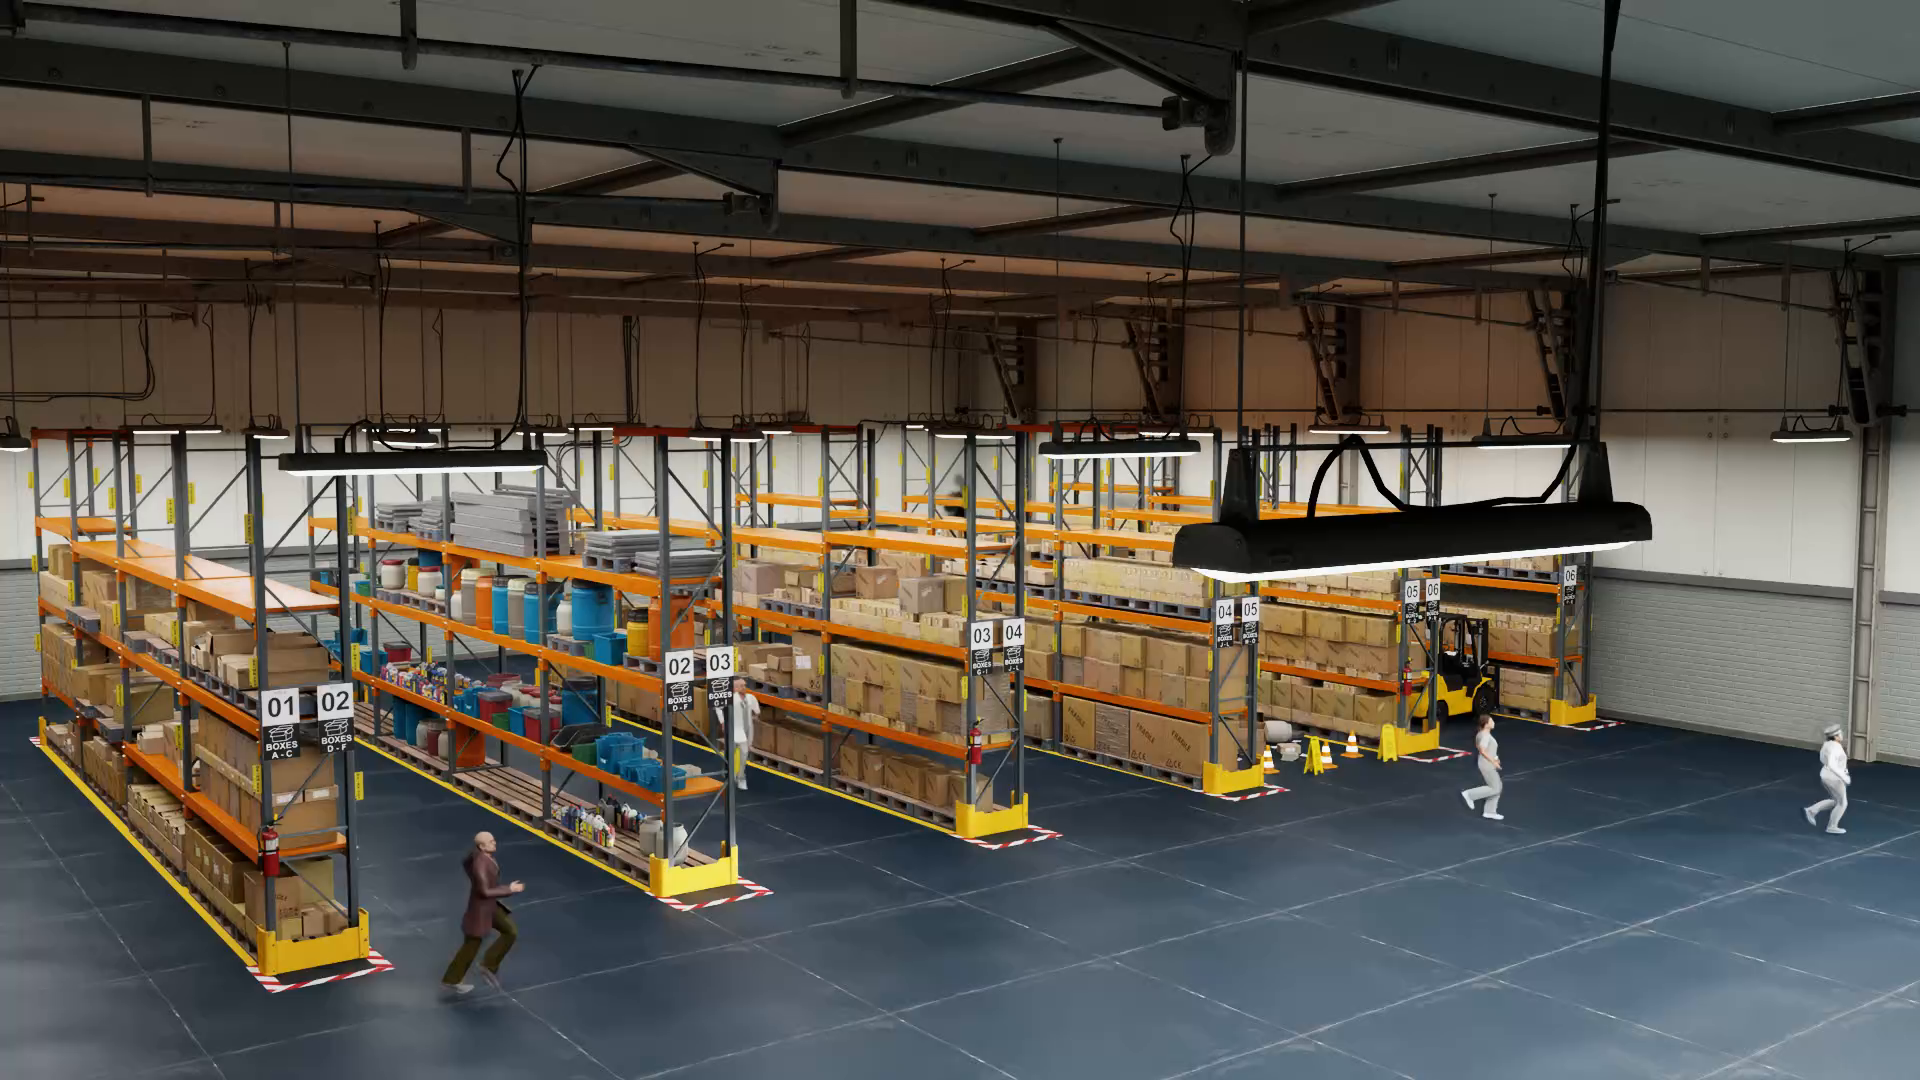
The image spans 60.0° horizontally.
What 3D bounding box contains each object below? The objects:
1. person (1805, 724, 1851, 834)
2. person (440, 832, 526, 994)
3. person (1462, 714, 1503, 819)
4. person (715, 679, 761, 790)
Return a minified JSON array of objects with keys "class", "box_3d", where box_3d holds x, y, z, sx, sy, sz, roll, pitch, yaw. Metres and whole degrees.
[{"class":"person","box_3d":[12.965,3.558,24.783,0.599,1.654,0.606,1,5,10]},{"class":"person","box_3d":[-5.169,4.025,18.054,0.926,1.769,0.733,0,4,-5]},{"class":"person","box_3d":[8.111,3.511,25.777,0.636,1.622,0.572,1,5,10]},{"class":"person","box_3d":[-3.681,3.255,27.965,0.669,1.846,0.828,-4,6,-41]}]
